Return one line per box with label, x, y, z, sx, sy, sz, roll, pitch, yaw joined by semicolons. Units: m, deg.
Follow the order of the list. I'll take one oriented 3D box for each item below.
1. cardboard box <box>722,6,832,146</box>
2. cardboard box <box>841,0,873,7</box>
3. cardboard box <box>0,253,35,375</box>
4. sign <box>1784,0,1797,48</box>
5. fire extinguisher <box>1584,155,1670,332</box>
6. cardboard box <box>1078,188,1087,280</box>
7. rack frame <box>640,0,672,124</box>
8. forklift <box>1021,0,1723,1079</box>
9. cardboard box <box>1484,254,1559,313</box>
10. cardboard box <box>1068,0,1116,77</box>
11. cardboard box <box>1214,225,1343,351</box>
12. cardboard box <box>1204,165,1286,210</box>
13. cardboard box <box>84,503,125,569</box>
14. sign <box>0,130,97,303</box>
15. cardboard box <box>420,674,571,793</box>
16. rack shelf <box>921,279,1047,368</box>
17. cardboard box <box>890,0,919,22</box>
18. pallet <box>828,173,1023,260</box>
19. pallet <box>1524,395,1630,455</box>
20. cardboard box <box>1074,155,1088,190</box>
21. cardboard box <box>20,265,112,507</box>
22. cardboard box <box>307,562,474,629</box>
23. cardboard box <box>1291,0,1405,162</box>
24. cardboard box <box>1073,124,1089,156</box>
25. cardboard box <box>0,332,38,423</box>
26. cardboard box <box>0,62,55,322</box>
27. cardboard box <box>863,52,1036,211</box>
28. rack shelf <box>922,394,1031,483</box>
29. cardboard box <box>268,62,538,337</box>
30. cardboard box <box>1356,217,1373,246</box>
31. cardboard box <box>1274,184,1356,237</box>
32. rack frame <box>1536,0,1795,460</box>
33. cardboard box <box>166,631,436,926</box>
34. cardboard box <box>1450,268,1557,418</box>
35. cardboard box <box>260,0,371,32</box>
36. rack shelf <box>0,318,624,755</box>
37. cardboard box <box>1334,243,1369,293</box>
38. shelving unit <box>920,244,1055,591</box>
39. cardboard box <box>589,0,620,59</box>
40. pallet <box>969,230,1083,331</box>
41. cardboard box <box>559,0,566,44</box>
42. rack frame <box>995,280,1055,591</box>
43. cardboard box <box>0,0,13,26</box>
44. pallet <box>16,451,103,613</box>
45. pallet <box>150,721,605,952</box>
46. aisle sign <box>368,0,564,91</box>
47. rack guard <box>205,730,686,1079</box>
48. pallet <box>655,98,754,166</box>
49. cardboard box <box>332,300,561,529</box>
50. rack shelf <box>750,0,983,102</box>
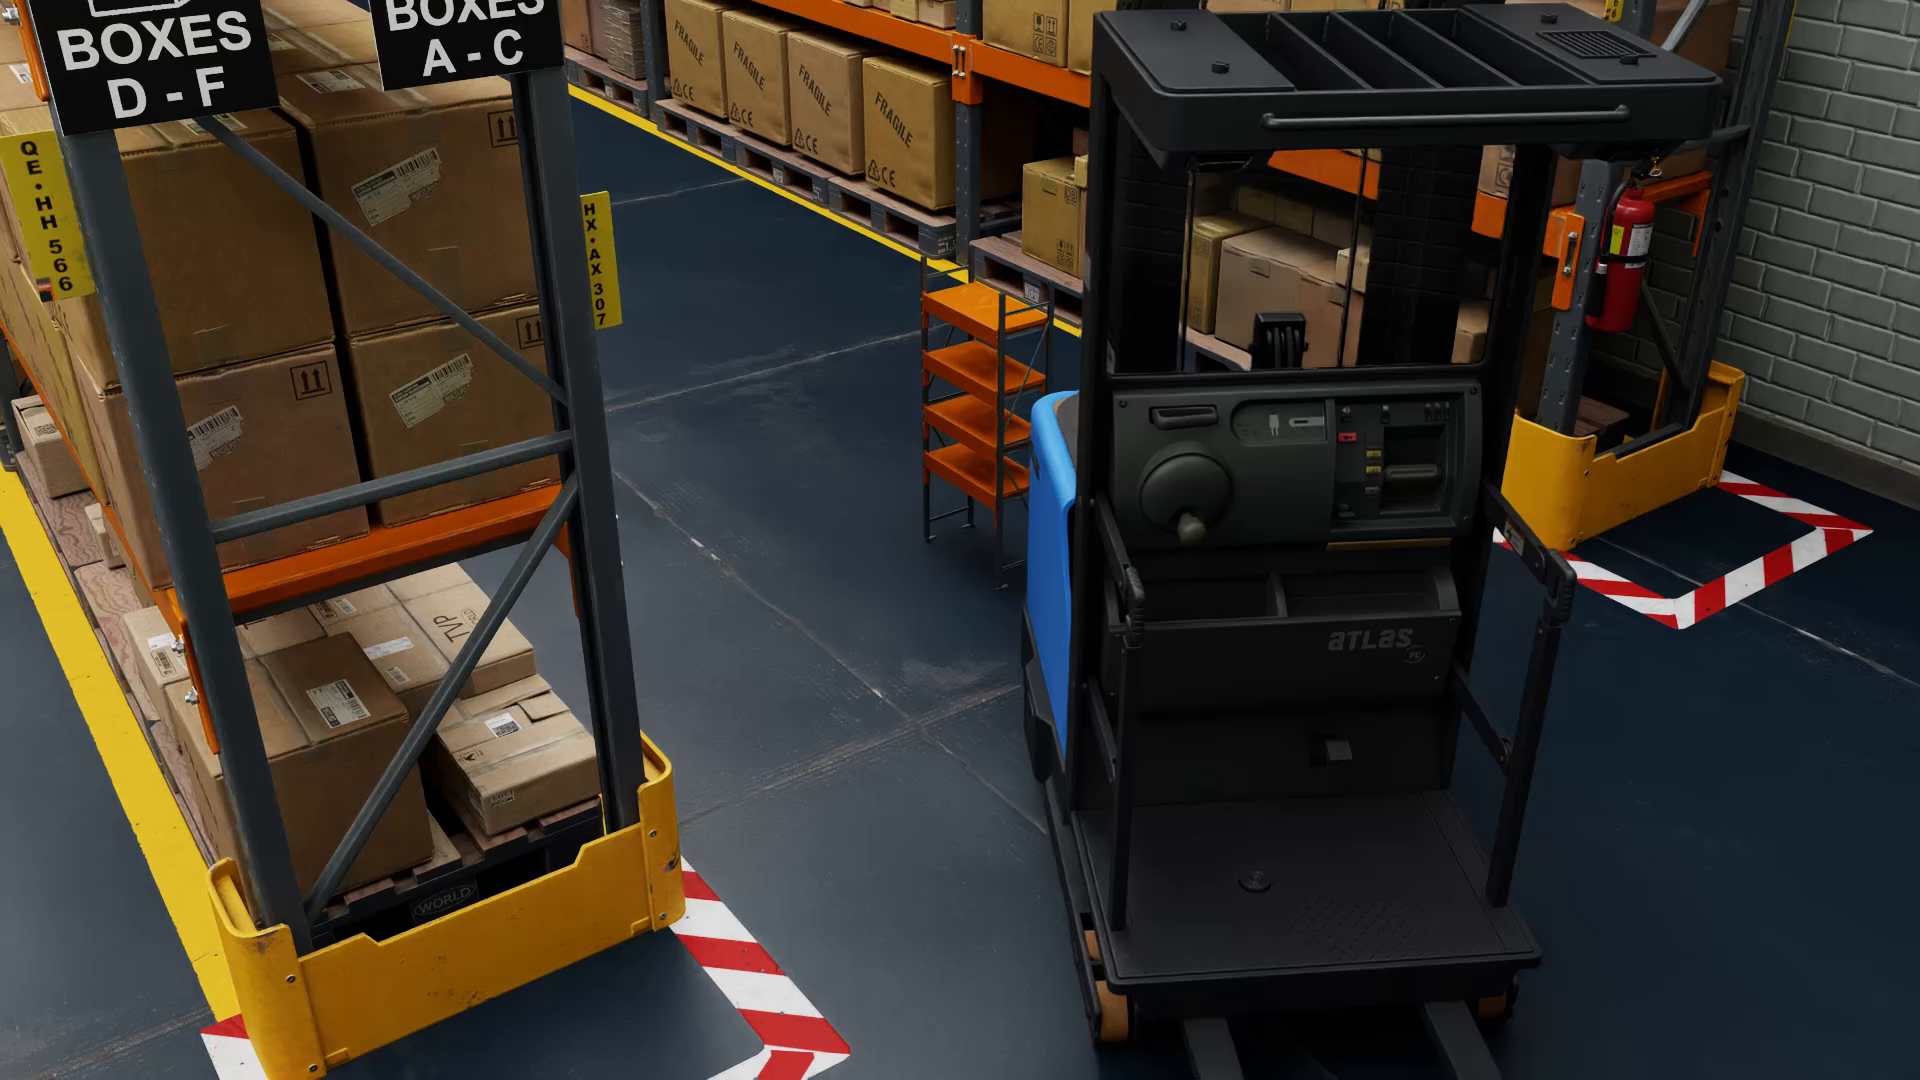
cardboard box;-1.080;-3.178;11.270;0.750;0.750;0.750;-19;34;-31
cardboard box;-0.490;-3.290;9.907;0.380;0.149;0.250;-19;34;-31
cardboard box;-2.658;-0.854;5.075;0.500;0.500;0.500;-19;34;-31
sign;3.193;-2.059;6.408;0.100;0.325;0.005;-19;34;-31
fire extinguisher;2.449;-1.108;6.119;0.296;0.674;0.183;-19;34;-31
cardboard box;1.056;-1.618;8.765;0.700;0.500;0.500;-19;34;-31
rack frame;-1.903;-4.602;12.081;1.000;3.000;0.127;-19;34;-31
forklift;0.862;-0.148;3.951;1.130;2.935;3.031;-2;29;-5
cardboard box;2.486;-1.114;7.159;0.380;0.149;0.250;-19;34;-30
cardboard box;1.138;-2.678;8.224;0.980;0.700;0.700;-20;34;-32
cardboard box;1.668;-1.213;8.019;0.700;0.500;0.500;-20;34;-32
cardboard box;1.452;-1.806;8.431;0.380;0.149;0.250;-18;33;-30
cardboard box;-3.038;-0.066;6.236;0.380;0.166;0.250;-19;34;-31
sign;-1.759;-0.621;3.206;0.100;0.325;0.005;-19;34;-31
cardboard box;-1.403;0.577;5.052;0.380;0.166;0.250;-19;34;-31
rack shelf;0.096;-0.808;6.158;0.258;0.148;0.480;-19;34;-31
cardboard box;-0.175;-3.090;9.539;0.380;0.149;0.250;-18;33;-30
pallet;-0.091;-2.101;10.397;1.003;0.211;1.213;-19;34;-31
pallet;2.210;-0.556;7.553;1.003;0.211;1.213;-19;34;-31
cardboard box;0.818;-1.916;8.634;0.380;0.149;0.250;-18;33;-29
cardboard box;-2.081;-0.463;4.354;0.500;0.500;0.500;-18;34;-30
cardboard box;-1.960;0.217;5.628;0.500;0.250;0.500;-19;34;-31
cardboard box;2.003;-2.099;7.158;0.980;0.700;0.700;-19;34;-31
cardboard box;0.845;-2.211;9.177;0.380;0.149;0.250;-19;34;-31
cardboard box;-4.135;-0.882;7.389;0.500;0.500;0.500;-19;34;-31
cardboard box;-2.071;-0.896;4.104;0.500;0.500;0.500;-18;33;-29
cardboard box;-0.065;-2.504;10.030;0.750;0.750;0.750;-18;33;-30
rack shelf;0.096;-0.404;6.377;0.258;0.148;0.480;-19;34;-31
cardboard box;-1.338;-0.848;4.016;0.500;0.500;0.500;-18;33;-29
cardboard box;2.046;-1.409;7.700;0.380;0.149;0.250;-18;34;-30
cardboard box;1.749;-1.607;8.065;0.380;0.149;0.250;-18;33;-30
rack frame;2.738;-1.492;6.355;1.000;3.000;0.127;-19;34;-31
cardboard box;-1.811;0.643;4.582;0.500;0.500;0.500;-19;34;-31
cardboard box;2.250;-0.823;7.301;0.700;0.500;0.500;-19;34;-31
cardboard box;-1.933;-1.245;4.747;0.500;0.500;0.500;-18;33;-30
rack shelf;-2.455;-0.581;5.430;1.077;0.370;4.000;-19;34;-31
cardboard box;1.878;-1.206;7.328;0.380;0.149;0.250;-18;33;-29
shelving unit;0.096;-0.463;6.345;0.258;1.200;0.503;-19;34;-31
cardboard box;-2.567;-4.195;13.490;0.700;0.500;0.500;-19;34;-31
pallet;0.795;-1.505;9.299;1.003;0.211;1.213;-19;34;-31
cardboard box;-3.179;-4.574;14.187;0.700;0.500;0.500;-18;33;-30
rack frame;0.238;-0.368;6.170;0.240;1.200;0.015;-19;34;-31
cardboard box;-2.674;-1.296;4.840;0.500;0.500;0.500;-18;33;-29
pallet;-3.218;-0.182;6.864;1.003;0.211;1.213;-19;34;-31
pallet;-1.803;0.767;5.117;1.003;0.211;1.213;-19;34;-31
aisle sign;-1.016;-1.317;3.307;0.394;0.787;0.004;-19;34;-31
rack guard;-1.339;0.950;4.478;1.175;0.500;0.348;-19;34;-31
pallet;-1.507;-3.049;12.144;1.003;0.211;1.213;-19;34;-31
cardboard box;-1.338;-0.409;4.255;0.500;0.500;0.500;-18;33;-30
rack shelf;-0.743;-3.509;10.821;1.077;0.370;4.000;-19;34;-31
